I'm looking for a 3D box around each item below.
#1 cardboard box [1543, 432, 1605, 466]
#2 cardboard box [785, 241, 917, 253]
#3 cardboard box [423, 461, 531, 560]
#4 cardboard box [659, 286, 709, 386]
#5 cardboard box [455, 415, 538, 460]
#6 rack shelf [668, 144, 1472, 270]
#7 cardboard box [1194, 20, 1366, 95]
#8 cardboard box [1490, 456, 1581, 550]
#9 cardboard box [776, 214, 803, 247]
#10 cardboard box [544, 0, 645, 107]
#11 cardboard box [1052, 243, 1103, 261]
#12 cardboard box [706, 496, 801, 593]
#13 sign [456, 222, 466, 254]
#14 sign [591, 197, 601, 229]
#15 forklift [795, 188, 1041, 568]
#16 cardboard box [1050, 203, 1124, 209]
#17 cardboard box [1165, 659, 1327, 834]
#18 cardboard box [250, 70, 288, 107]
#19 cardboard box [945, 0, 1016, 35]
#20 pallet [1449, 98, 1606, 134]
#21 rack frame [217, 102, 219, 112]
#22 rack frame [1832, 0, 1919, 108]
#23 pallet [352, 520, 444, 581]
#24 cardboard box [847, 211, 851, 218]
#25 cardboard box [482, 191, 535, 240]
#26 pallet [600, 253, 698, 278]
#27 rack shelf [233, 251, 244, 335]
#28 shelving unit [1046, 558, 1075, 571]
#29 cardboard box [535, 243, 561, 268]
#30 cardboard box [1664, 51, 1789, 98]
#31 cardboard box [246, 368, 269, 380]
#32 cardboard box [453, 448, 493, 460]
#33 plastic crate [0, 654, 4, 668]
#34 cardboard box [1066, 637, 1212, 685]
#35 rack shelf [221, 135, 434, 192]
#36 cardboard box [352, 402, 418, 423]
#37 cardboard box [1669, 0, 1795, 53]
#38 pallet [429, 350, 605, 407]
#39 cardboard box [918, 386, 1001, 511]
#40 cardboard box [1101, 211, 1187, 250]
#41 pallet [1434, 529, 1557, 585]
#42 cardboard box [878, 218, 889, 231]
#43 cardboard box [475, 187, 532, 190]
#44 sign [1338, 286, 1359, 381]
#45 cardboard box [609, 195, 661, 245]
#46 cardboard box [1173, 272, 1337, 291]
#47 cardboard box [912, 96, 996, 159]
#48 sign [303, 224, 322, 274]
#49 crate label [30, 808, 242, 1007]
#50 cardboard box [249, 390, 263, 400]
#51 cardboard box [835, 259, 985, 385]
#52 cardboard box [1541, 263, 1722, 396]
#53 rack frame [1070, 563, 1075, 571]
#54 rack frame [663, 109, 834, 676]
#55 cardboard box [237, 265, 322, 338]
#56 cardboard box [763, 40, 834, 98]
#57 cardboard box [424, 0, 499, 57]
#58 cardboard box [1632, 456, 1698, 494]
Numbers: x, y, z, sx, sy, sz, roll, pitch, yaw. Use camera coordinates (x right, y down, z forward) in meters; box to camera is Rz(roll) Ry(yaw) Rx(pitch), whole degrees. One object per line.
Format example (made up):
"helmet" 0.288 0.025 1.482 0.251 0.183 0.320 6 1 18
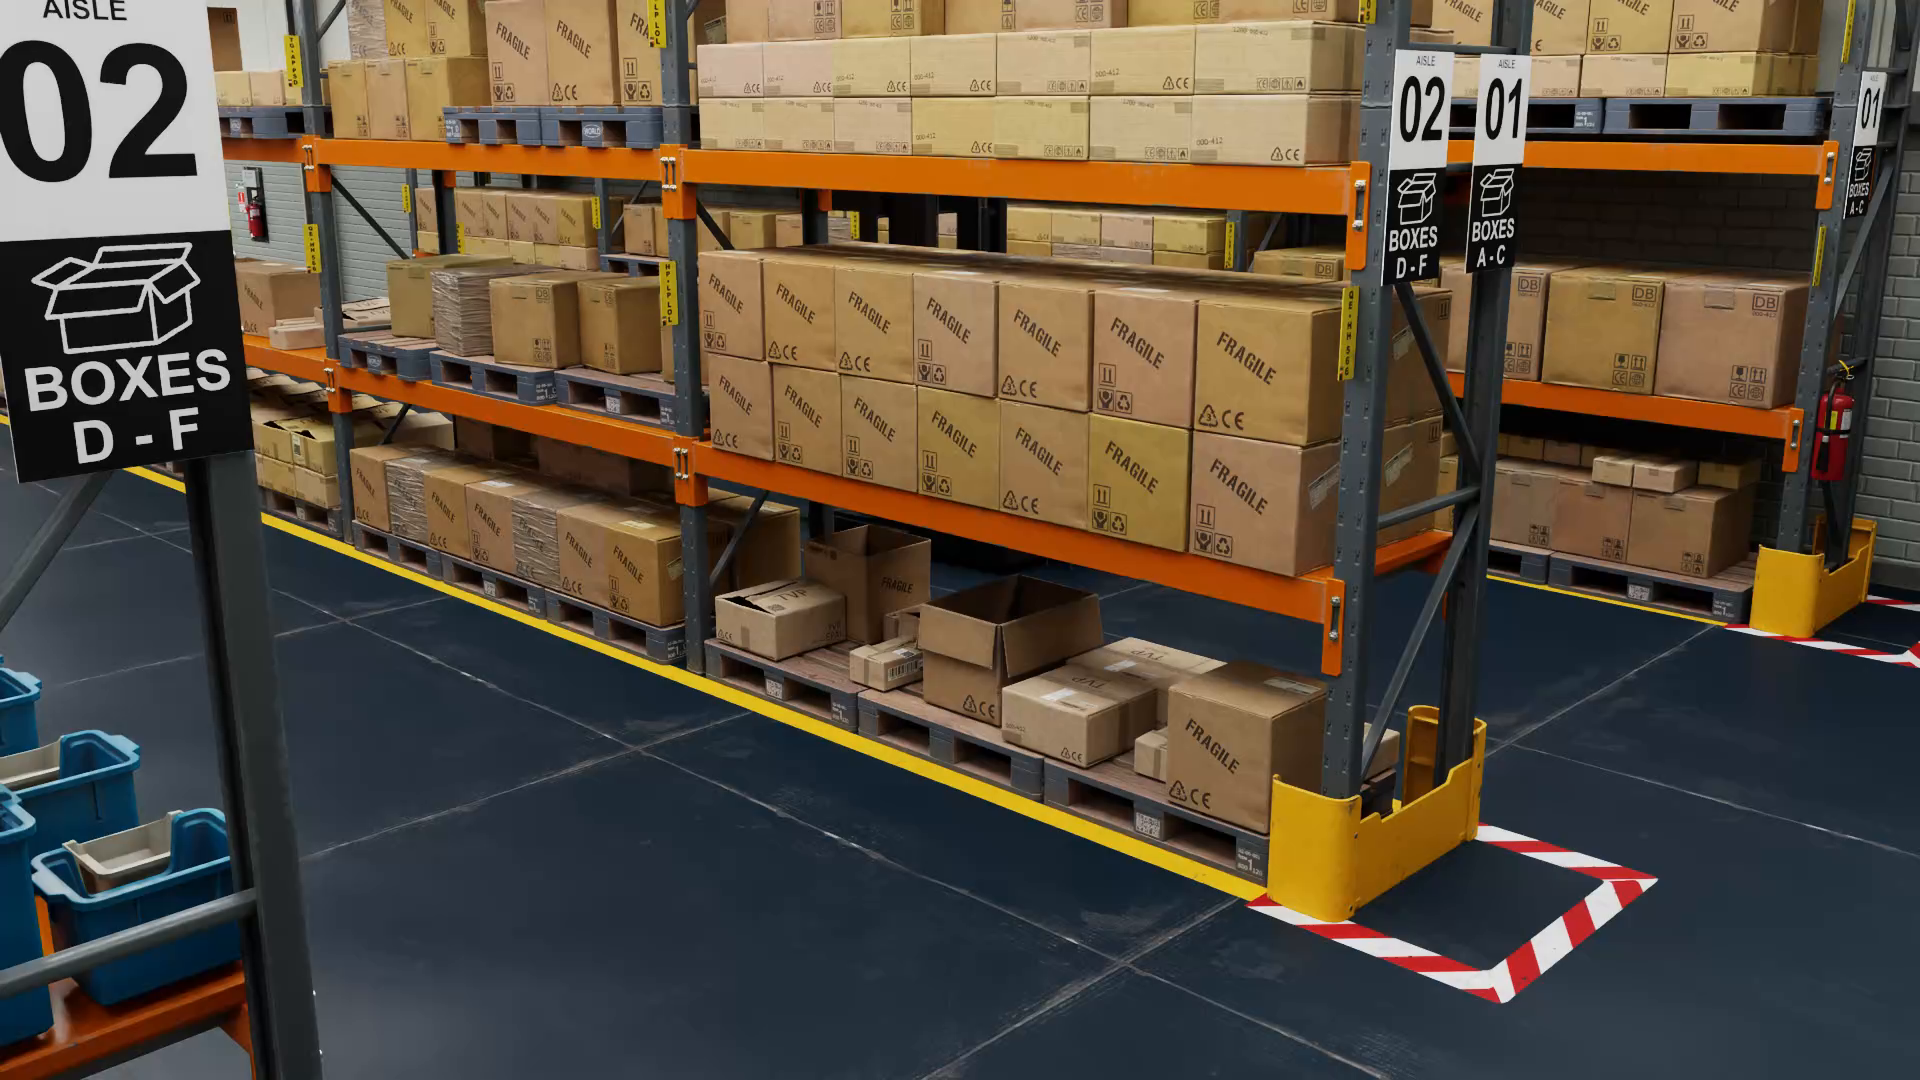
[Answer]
"cardboard box" 4.127 -0.612 11.169 0.250 0.149 0.380 14 20 43
"cardboard box" -0.571 -1.300 8.790 0.500 0.500 0.500 14 20 42
"cardboard box" -3.127 -0.201 10.841 0.500 0.500 0.500 13 20 41
"cardboard box" -1.301 -1.184 9.496 0.500 0.500 0.700 7 16 24
"cardboard box" -3.115 -0.745 11.440 0.500 0.250 0.500 -14 20 -42
"rack shelf" 0.325 -1.562 7.457 4.000 0.370 1.077 14 20 42
"cardboard box" 1.218 -1.773 6.146 0.500 0.250 0.500 14 20 42
"cardboard box" 3.904 -0.282 11.190 0.500 0.500 0.700 13 19 40
"cardboard box" -1.325 -2.843 15.825 0.500 0.500 0.700 11 18 37
"cardboard box" -1.923 -2.775 9.454 0.600 0.600 0.600 13 20 42
"cardboard box" 1.084 -2.123 13.302 0.500 0.500 0.500 14 20 42
"cardboard box" -1.294 0.059 9.842 0.500 0.500 0.500 13 19 40
"sign" -3.624 -2.131 12.023 0.005 0.325 0.100 14 20 42
"sign" -3.809 -3.428 17.422 0.005 0.325 0.100 14 20 42
"forklift" -0.469 -1.524 11.968 3.031 2.935 1.130 13 19 40
"cardboard box" 1.052 -2.671 13.918 0.500 0.250 0.500 13 19 41
"cardboard box" 1.202 0.837 6.854 0.500 0.500 0.500 14 20 42
"cardboard box" -4.750 -3.249 11.967 0.500 0.250 0.500 -14 20 -43
"cardboard box" 0.353 -2.455 7.275 0.500 0.500 0.700 14 20 42
"pallet" 3.777 -2.759 10.798 1.213 0.211 1.003 14 20 42
"rack frame" -1.676 -2.114 2.196 0.127 3.000 1.000 14 20 42
"rack frame" 5.200 -3.912 9.098 0.127 3.000 1.000 14 20 42
"pallet" -3.483 -0.022 11.598 1.213 0.211 1.003 14 20 42
"cardboard box" -0.828 -3.039 15.289 0.250 0.149 0.380 11 18 35
"cardboard box" -5.086 -3.703 18.964 0.500 0.500 0.500 -14 20 -42
"pallet" -2.989 -2.856 17.324 1.213 0.211 1.003 14 20 42
"rack shelf" -3.116 -0.664 4.009 4.000 0.370 1.077 14 20 42
"shelving unit" 0.742 -0.269 11.179 0.210 0.900 0.258 13 19 40
"cardboard box" -4.342 -3.163 18.378 0.500 0.250 0.500 14 20 42
"cardboard box" 4.489 -2.719 9.736 0.500 0.250 0.500 -14 20 -42
"cardboard box" -6.383 -1.334 14.612 0.500 0.311 0.500 14 20 42
"cardboard box" -3.158 -0.391 11.569 0.500 0.500 0.500 -14 20 -42
"plastic crate" -2.789 0.456 4.448 0.300 0.233 0.416 14 20 42
"cardboard box" 0.850 0.687 7.927 0.500 0.250 0.500 14 20 42
"rack shelf" -5.434 -2.962 12.830 4.000 0.370 1.077 14 20 42
"cardboard box" -4.551 -0.888 12.901 0.500 0.311 0.500 13 19 41
"cardboard box" 4.484 -3.081 9.636 0.500 0.500 0.500 14 20 42
"pallet" -2.591 -1.077 10.496 1.213 0.211 1.003 14 20 42
"cardboard box" 0.160 -0.453 7.523 0.500 0.500 0.500 13 20 41
"cardboard box" 1.446 -2.400 12.879 0.500 0.250 0.500 -14 20 -43
"pallet" 3.696 0.001 11.508 1.213 0.211 1.003 14 20 42
"cardboard box" -0.390 -2.842 14.577 0.500 0.250 0.500 -14 20 -43
"cardboard box" -5.475 -3.975 20.009 0.500 0.500 0.500 14 20 43
"sign" 1.365 -0.725 5.842 0.005 0.325 0.100 14 20 42
"cardboard box" -3.631 -3.529 18.297 0.500 0.500 0.500 13 19 41
"cardboard box" 1.247 -0.857 7.090 0.500 0.500 0.500 14 20 43
"cardboard box" 0.142 -1.795 7.220 0.500 0.250 0.500 14 20 42
"sign" -4.377 -1.968 11.239 0.005 0.325 0.100 14 20 42
"crate label" -1.625 0.739 3.362 0.303 0.233 0.416 14 20 42
"cardboard box" -6.019 -1.057 13.546 0.500 0.311 0.500 13 19 40
"cardboard box" -0.229 -1.027 7.745 0.500 0.500 0.500 13 19 41
"cardboard box" 4.295 -1.367 10.633 0.700 0.700 0.980 13 20 42
"rack frame" 0.818 -0.252 11.113 0.006 0.900 0.240 13 19 40
"rack frame" -1.115 -0.809 9.088 0.127 3.000 1.000 14 20 42
"cardboard box" -5.213 -1.848 12.877 0.500 0.500 0.500 12 19 39
"cardboard box" -0.576 -2.212 7.831 0.500 0.250 0.500 14 20 42
"cardboard box" -2.950 -3.237 10.275 0.500 0.500 0.500 14 20 42
"cardboard box" 4.408 -0.410 10.395 0.250 0.149 0.380 13 20 42
